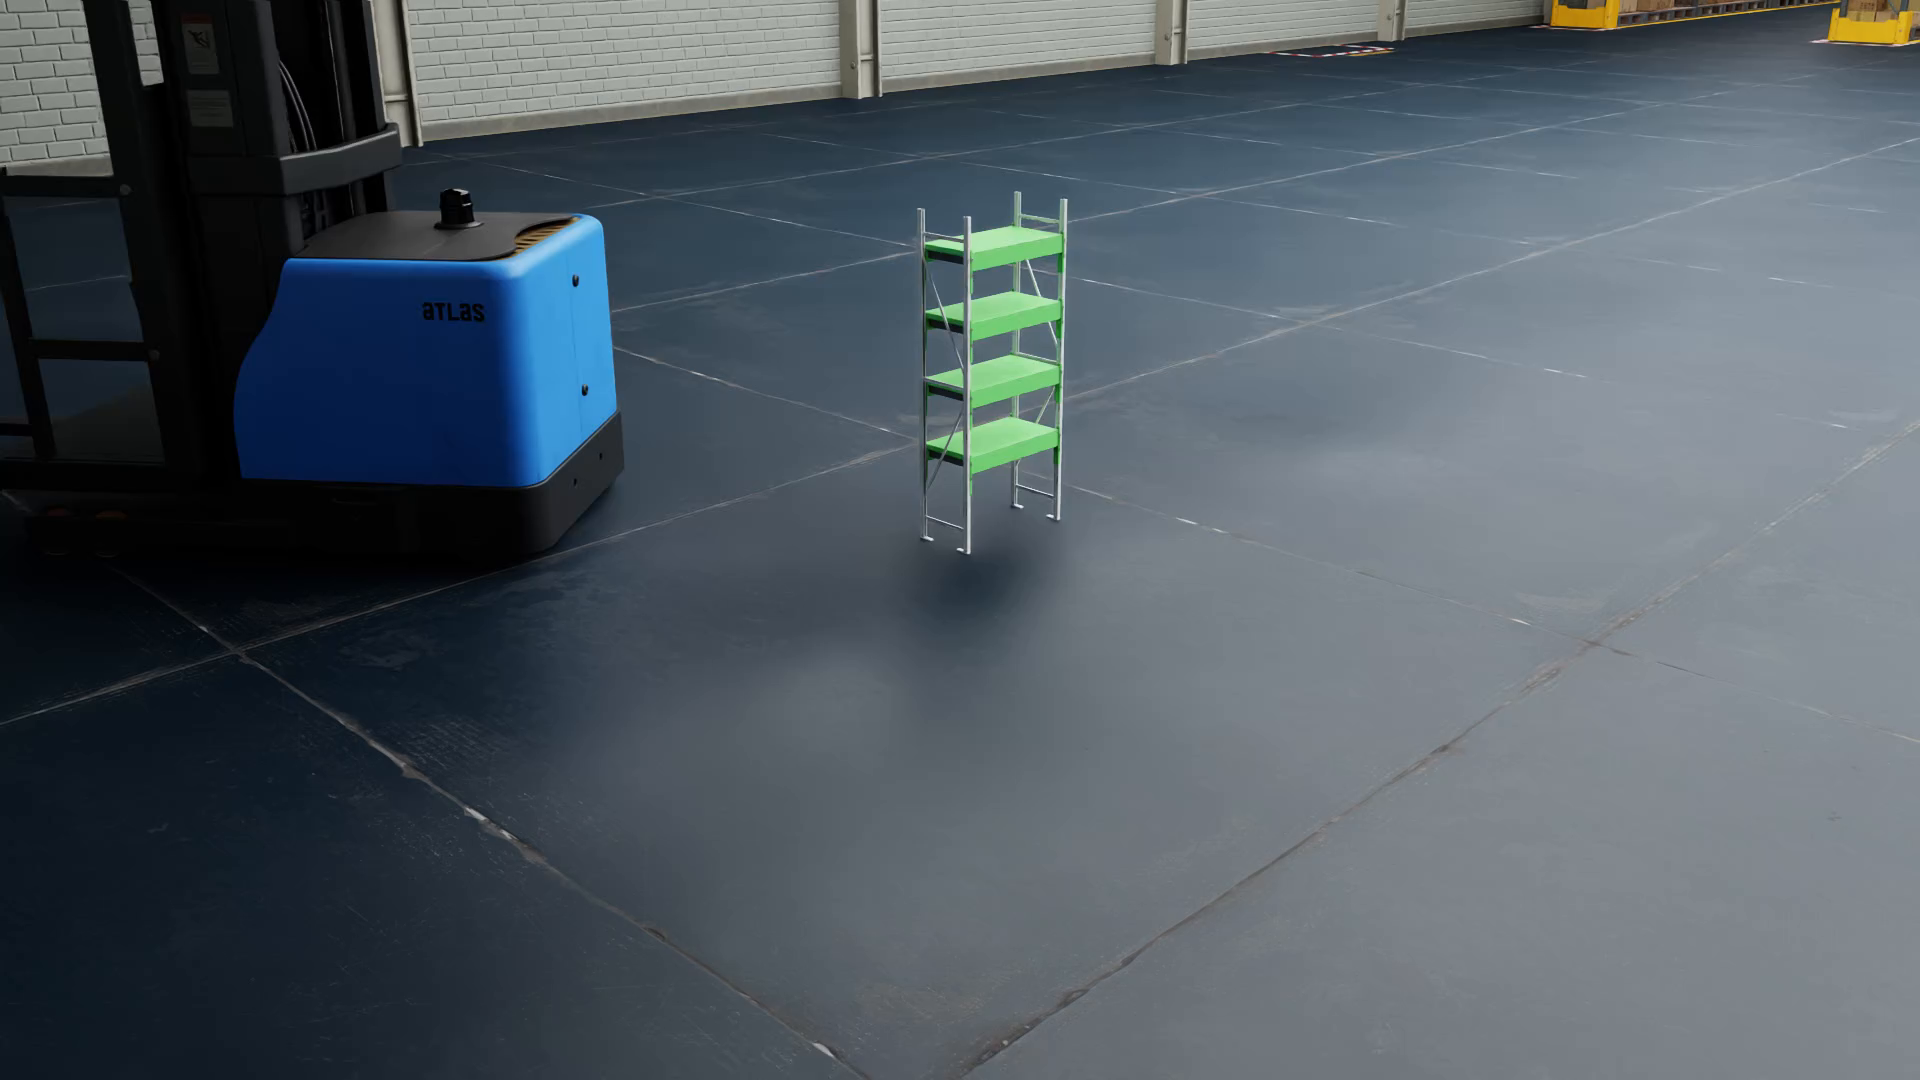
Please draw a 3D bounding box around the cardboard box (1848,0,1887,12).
[{"bbox_3d":[15.229,-9.153,27.910,0.500,0.500,0.500,19,28,41],"label":"cardboard box"}]

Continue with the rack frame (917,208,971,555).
[{"bbox_3d":[-0.055,-0.540,5.807,0.240,1.200,0.015,19,28,41],"label":"rack frame"}]

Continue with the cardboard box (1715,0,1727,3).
[{"bbox_3d":[15.518,-11.444,34.538,0.700,0.500,0.500,20,28,41],"label":"cardboard box"}]

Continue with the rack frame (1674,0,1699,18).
[{"bbox_3d":[14.307,-11.946,32.973,1.000,3.000,0.127,19,28,41],"label":"rack frame"}]

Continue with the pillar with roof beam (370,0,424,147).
[{"bbox_3d":[-2.273,-6.867,11.399,9.100,9.000,0.400,19,28,41],"label":"pillar with roof beam"}]

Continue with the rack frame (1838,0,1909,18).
[{"bbox_3d":[15.068,-9.678,27.074,1.000,3.000,0.127,19,28,41],"label":"rack frame"}]

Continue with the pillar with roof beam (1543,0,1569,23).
[{"bbox_3d":[14.469,-13.037,27.449,9.100,9.000,0.400,19,28,41],"label":"pillar with roof beam"}]

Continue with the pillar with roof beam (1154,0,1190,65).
[{"bbox_3d":[6.098,-9.952,19.424,9.100,9.000,0.400,19,28,41],"label":"pillar with roof beam"}]

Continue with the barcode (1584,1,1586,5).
[{"bbox_3d":[11.789,-10.132,31.376,0.001,0.075,0.075,19,28,41],"label":"barcode"}]

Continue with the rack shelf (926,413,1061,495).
[{"bbox_3d":[0.115,-0.319,6.079,0.258,0.148,0.480,19,28,41],"label":"rack shelf"}]

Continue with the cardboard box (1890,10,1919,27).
[{"bbox_3d":[15.948,-8.803,28.043,0.500,0.250,0.500,19,28,41],"label":"cardboard box"}]

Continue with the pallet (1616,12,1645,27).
[{"bbox_3d":[12.161,-9.835,31.369,1.003,0.211,1.213,19,28,41],"label":"pallet"}]

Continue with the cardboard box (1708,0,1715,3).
[{"bbox_3d":[15.133,-11.323,34.224,0.700,0.500,0.500,19,28,40],"label":"cardboard box"}]

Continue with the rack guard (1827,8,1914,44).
[{"bbox_3d":[15.051,-8.506,27.507,1.175,0.500,0.348,19,28,41],"label":"rack guard"}]

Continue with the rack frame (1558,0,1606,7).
[{"bbox_3d":[11.516,-10.917,30.298,1.000,3.000,0.127,19,28,41],"label":"rack frame"}]

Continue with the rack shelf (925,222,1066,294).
[{"bbox_3d":[0.115,-0.991,5.821,0.258,0.148,0.480,19,28,41],"label":"rack shelf"}]

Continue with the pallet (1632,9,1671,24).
[{"bbox_3d":[13.012,-10.147,32.181,1.003,0.211,1.213,19,28,41],"label":"pallet"}]

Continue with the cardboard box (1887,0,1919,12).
[{"bbox_3d":[15.949,-9.152,27.907,0.500,0.500,0.500,19,28,41],"label":"cardboard box"}]

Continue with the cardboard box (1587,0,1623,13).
[{"bbox_3d":[12.063,-10.023,31.105,0.500,0.311,0.500,15,26,35],"label":"cardboard box"}]

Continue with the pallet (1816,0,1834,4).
[{"bbox_3d":[19.403,-12.483,38.258,1.003,0.211,1.213,19,28,41],"label":"pallet"}]

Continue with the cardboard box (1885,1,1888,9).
[{"bbox_3d":[15.916,-9.414,28.589,0.500,0.500,0.500,19,28,41],"label":"cardboard box"}]

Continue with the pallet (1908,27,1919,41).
[{"bbox_3d":[15.572,-8.584,28.113,1.003,0.211,1.213,19,28,41],"label":"pallet"}]

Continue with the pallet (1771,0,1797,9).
[{"bbox_3d":[17.701,-11.856,36.626,1.003,0.211,1.213,19,28,41],"label":"pallet"}]

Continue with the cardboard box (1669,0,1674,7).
[{"bbox_3d":[13.955,-10.683,33.025,0.380,0.166,0.250,15,26,34],"label":"cardboard box"}]

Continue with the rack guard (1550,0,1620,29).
[{"bbox_3d":[11.569,-9.770,30.797,1.175,0.500,0.348,19,28,41],"label":"rack guard"}]

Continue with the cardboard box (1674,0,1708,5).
[{"bbox_3d":[14.808,-11.177,33.845,0.500,0.500,0.700,-19,28,-40],"label":"cardboard box"}]

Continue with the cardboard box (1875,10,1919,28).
[{"bbox_3d":[15.602,-8.673,27.706,0.500,0.250,0.500,19,28,41],"label":"cardboard box"}]

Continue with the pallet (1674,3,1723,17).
[{"bbox_3d":[14.849,-10.844,33.995,1.003,0.211,1.213,19,28,41],"label":"pallet"}]

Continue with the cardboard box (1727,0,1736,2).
[{"bbox_3d":[15.863,-11.576,34.882,0.700,0.500,0.500,19,28,40],"label":"cardboard box"}]

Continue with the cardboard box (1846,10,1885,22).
[{"bbox_3d":[15.230,-8.803,28.043,0.500,0.250,0.500,19,28,41],"label":"cardboard box"}]

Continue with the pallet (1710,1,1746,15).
[{"bbox_3d":[15.700,-11.160,34.814,1.003,0.211,1.213,19,28,41],"label":"pallet"}]

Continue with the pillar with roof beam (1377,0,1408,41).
[{"bbox_3d":[10.284,-11.494,23.437,9.100,9.000,0.400,19,28,41],"label":"pillar with roof beam"}]

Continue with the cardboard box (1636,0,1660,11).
[{"bbox_3d":[13.009,-10.434,31.910,0.700,0.500,0.500,17,27,37],"label":"cardboard box"}]

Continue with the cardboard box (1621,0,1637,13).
[{"bbox_3d":[12.461,-10.170,31.486,0.500,0.311,0.500,-17,27,-38],"label":"cardboard box"}]

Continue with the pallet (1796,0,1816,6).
[{"bbox_3d":[18.552,-12.168,37.438,1.003,0.211,1.213,19,28,41],"label":"pallet"}]

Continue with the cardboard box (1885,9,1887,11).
[{"bbox_3d":[15.571,-8.934,28.386,0.500,0.250,0.500,19,28,41],"label":"cardboard box"}]

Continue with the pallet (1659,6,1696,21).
[{"bbox_3d":[13.863,-10.462,33.001,1.003,0.211,1.213,19,28,41],"label":"pallet"}]

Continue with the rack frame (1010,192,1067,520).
[{"bbox_3d":[0.286,-0.665,6.133,0.240,1.200,0.015,19,28,41],"label":"rack frame"}]

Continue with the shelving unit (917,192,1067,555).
[{"bbox_3d":[0.115,-0.603,5.970,0.258,1.200,0.503,19,28,41],"label":"shelving unit"}]

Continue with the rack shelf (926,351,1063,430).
[{"bbox_3d":[0.115,-0.543,5.993,0.258,0.148,0.480,19,28,41],"label":"rack shelf"}]

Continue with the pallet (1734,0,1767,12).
[{"bbox_3d":[16.551,-11.472,35.626,1.003,0.211,1.213,19,28,41],"label":"pallet"}]

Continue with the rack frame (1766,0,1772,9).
[{"bbox_3d":[17.097,-12.974,35.648,1.000,3.000,0.127,19,28,41],"label":"rack frame"}]

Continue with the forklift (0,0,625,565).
[{"bbox_3d":[-2.885,-1.490,5.867,3.031,2.935,1.130,2,21,6],"label":"forklift"}]

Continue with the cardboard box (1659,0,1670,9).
[{"bbox_3d":[13.611,-10.707,32.622,0.500,0.500,0.500,17,27,37],"label":"cardboard box"}]

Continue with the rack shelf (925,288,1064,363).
[{"bbox_3d":[0.115,-0.767,5.907,0.258,0.148,0.480,19,28,41],"label":"rack shelf"}]

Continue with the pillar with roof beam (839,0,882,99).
[{"bbox_3d":[1.912,-8.410,15.411,9.100,9.000,0.400,19,28,41],"label":"pillar with roof beam"}]
